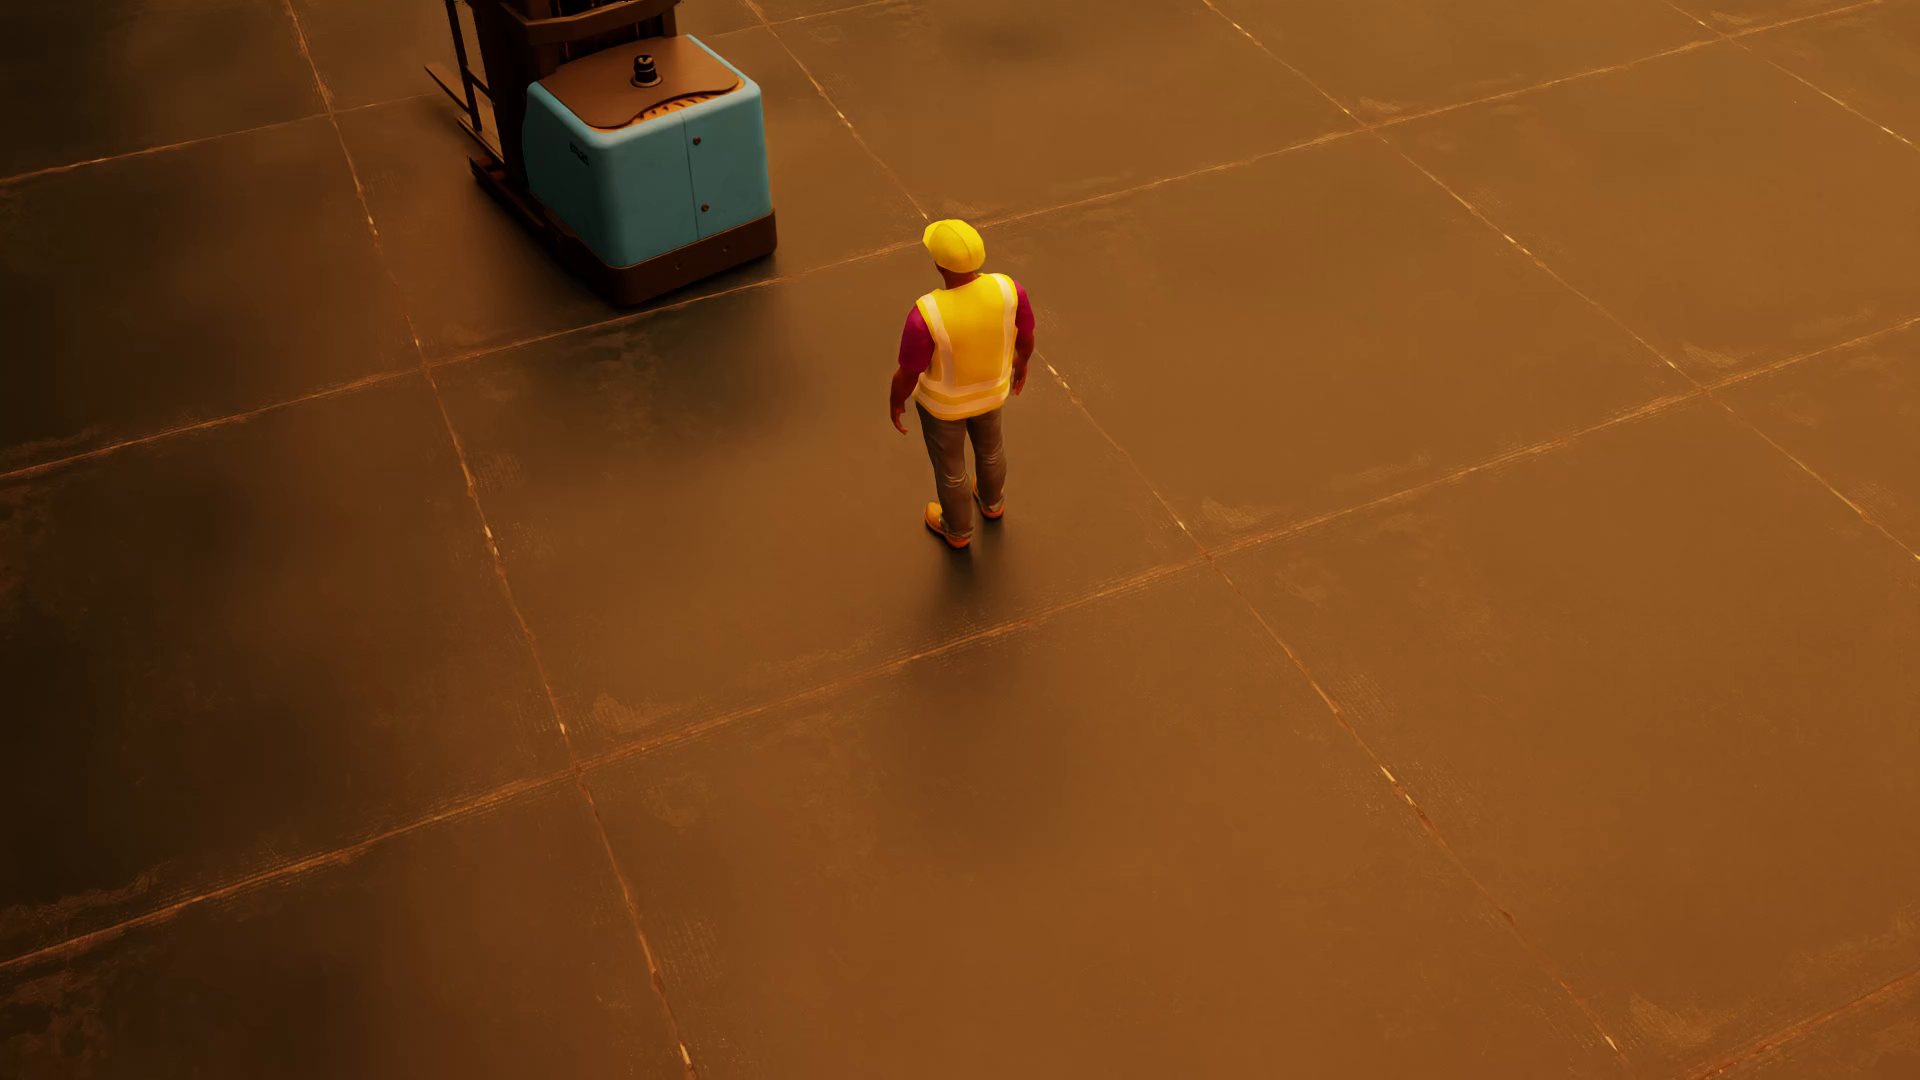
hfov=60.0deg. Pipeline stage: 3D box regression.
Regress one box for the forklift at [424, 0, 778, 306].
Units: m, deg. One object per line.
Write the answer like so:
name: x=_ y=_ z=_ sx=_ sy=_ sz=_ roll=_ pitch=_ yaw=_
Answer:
forklift: x=-2.324 y=-3.316 z=9.233 sx=1.130 sy=2.935 sz=3.031 roll=-27 pitch=49 yaw=-26

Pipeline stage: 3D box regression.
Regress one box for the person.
person: x=-0.024 y=-0.696 z=7.269 sx=0.665 sy=1.768 sz=0.575 roll=-18 pitch=46 yaw=-18
